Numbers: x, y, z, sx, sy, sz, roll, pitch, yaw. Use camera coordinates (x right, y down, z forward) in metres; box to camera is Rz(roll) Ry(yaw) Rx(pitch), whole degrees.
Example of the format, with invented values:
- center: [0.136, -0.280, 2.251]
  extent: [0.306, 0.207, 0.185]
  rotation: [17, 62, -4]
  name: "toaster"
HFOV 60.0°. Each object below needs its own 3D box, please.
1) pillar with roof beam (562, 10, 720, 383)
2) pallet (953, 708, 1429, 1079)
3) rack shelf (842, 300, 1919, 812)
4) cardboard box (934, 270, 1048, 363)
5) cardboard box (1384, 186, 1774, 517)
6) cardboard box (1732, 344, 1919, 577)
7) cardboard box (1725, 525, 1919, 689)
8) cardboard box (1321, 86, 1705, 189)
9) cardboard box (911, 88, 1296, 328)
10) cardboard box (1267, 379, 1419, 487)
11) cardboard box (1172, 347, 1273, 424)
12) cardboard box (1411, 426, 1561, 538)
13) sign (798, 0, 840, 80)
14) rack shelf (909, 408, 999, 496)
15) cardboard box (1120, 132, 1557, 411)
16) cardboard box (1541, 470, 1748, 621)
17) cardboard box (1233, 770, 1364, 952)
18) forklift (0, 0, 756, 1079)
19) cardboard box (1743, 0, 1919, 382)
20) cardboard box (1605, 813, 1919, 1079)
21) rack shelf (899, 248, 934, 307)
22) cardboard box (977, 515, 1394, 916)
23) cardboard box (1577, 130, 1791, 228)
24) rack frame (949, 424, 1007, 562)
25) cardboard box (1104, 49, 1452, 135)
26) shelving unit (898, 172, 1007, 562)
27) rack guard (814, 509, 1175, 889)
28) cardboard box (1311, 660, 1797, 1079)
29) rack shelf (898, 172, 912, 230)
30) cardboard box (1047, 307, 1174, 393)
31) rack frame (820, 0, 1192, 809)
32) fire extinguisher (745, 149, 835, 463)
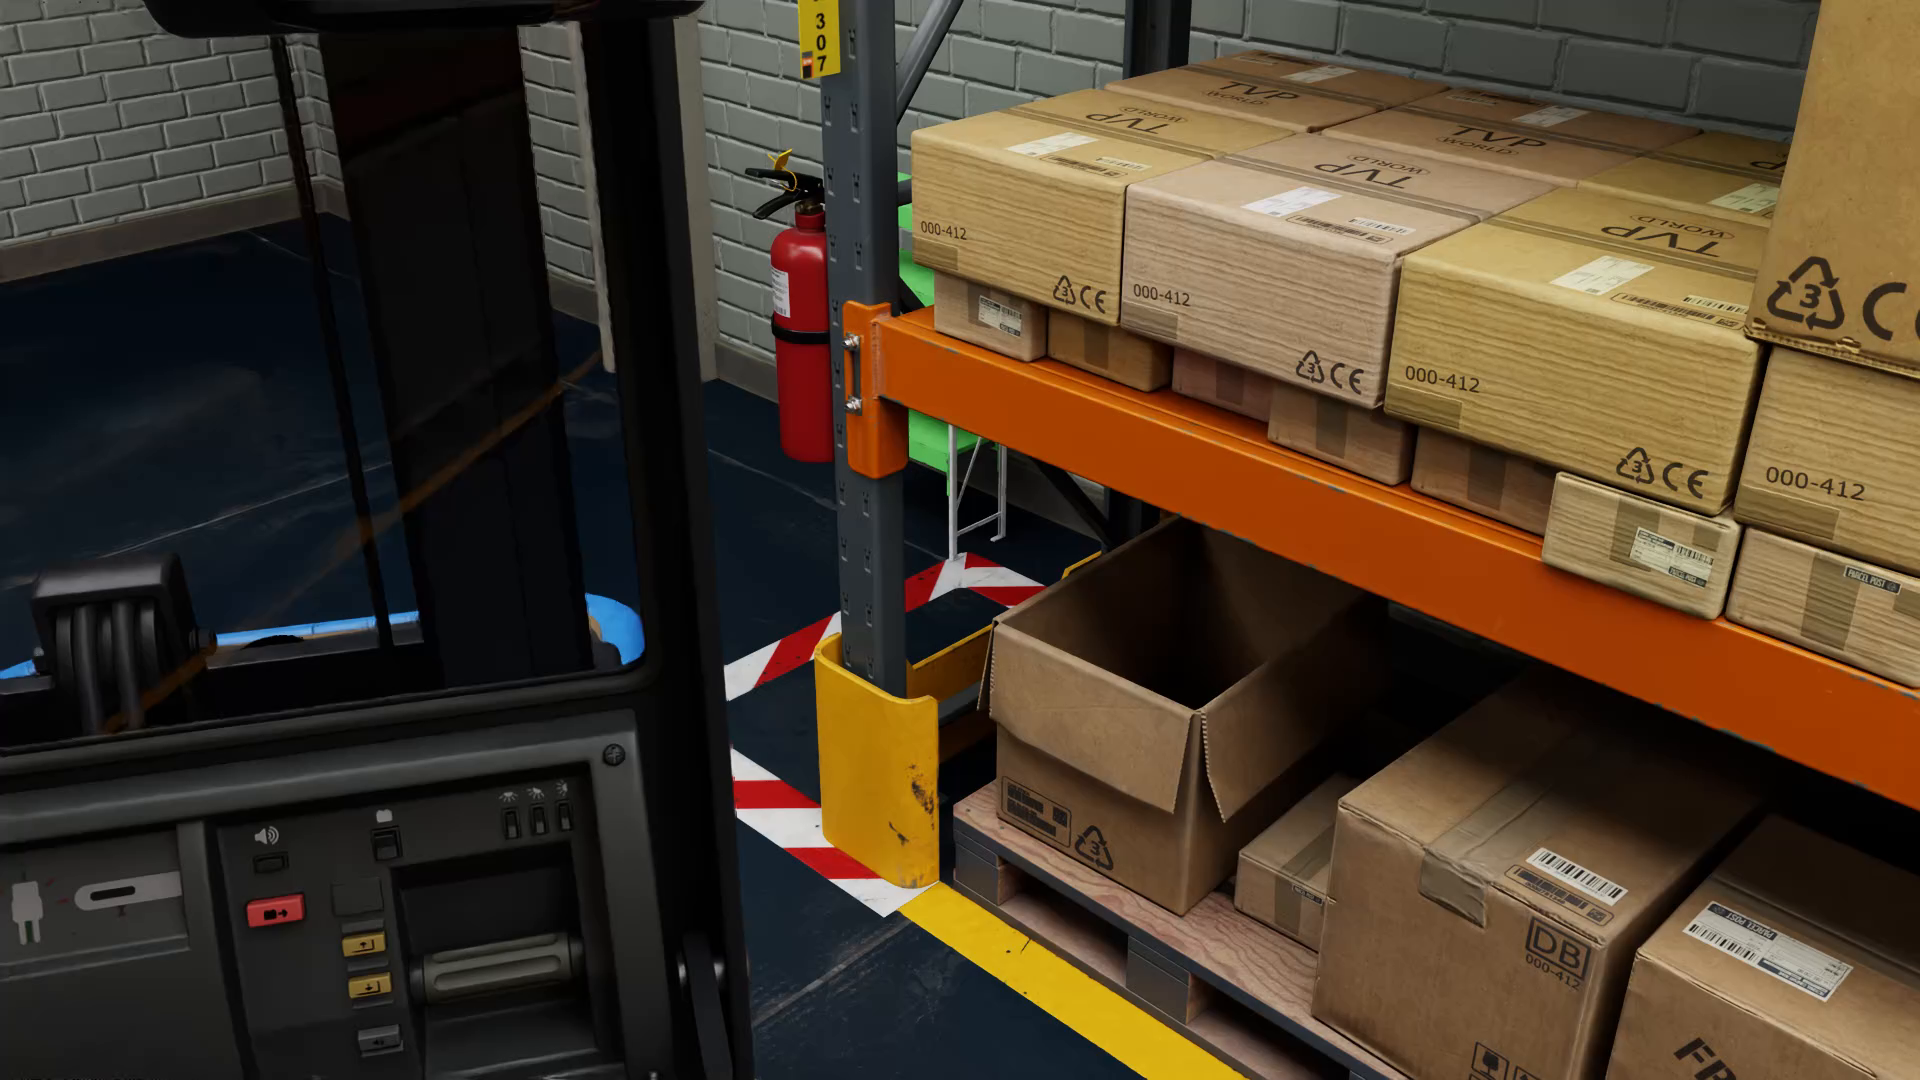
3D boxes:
- center: [-4.184, -3.208, 1.681]
  extent: [0.400, 9.000, 9.100]
  rotation: [25, 36, 38]
  name: "pillar with roof beam"
- center: [0.749, 0.717, 3.660]
  extent: [1.213, 0.211, 1.003]
  rotation: [25, 36, 38]
  name: "pallet"
- center: [1.551, 0.169, 2.479]
  extent: [4.000, 0.370, 1.077]
  rotation: [25, 36, 38]
  name: "rack shelf"
- center: [0.167, -0.493, 3.234]
  extent: [0.250, 0.149, 0.380]
  rotation: [24, 36, 38]
  name: "cardboard box"
- center: [0.983, -0.301, 2.442]
  extent: [0.500, 0.250, 0.500]
  rotation: [24, 36, 37]
  name: "cardboard box"
- center: [1.363, -0.142, 2.138]
  extent: [0.500, 0.250, 0.500]
  rotation: [23, 36, 37]
  name: "cardboard box"
- center: [1.253, 0.023, 2.253]
  extent: [0.380, 0.149, 0.250]
  rotation: [-24, 36, -38]
  name: "cardboard box"
- center: [1.006, -0.637, 3.080]
  extent: [0.500, 0.250, 0.500]
  rotation: [25, 36, 39]
  name: "cardboard box"
- center: [0.260, -0.630, 3.067]
  extent: [0.500, 0.250, 0.500]
  rotation: [25, 37, 39]
  name: "cardboard box"
- center: [0.730, -0.248, 2.769]
  extent: [0.380, 0.149, 0.250]
  rotation: [-24, 36, -38]
  name: "cardboard box"
- center: [0.593, -0.351, 2.964]
  extent: [0.250, 0.149, 0.380]
  rotation: [24, 36, 38]
  name: "cardboard box"
- center: [0.924, -0.163, 2.607]
  extent: [0.380, 0.149, 0.250]
  rotation: [-25, 36, -38]
  name: "cardboard box"
- center: [-0.255, -1.005, 3.009]
  extent: [0.005, 0.325, 0.100]
  rotation: [25, 36, 38]
  name: "sign"
- center: [-0.118, -0.316, 5.215]
  extent: [0.480, 0.148, 0.258]
  rotation: [25, 36, 38]
  name: "rack shelf"
- center: [0.620, -0.466, 2.754]
  extent: [0.500, 0.250, 0.500]
  rotation: [-25, 37, -39]
  name: "cardboard box"
- center: [1.051, -0.056, 2.403]
  extent: [0.250, 0.149, 0.380]
  rotation: [23, 36, 37]
  name: "cardboard box"
- center: [0.771, 0.656, 3.391]
  extent: [0.250, 0.149, 0.380]
  rotation: [23, 35, 37]
  name: "cardboard box"
- center: [-0.678, 0.446, 1.253]
  extent: [1.130, 2.935, 3.031]
  rotation: [-7, 29, -13]
  name: "forklift"
- center: [1.330, -0.473, 1.962]
  extent: [0.500, 0.500, 0.500]
  rotation: [-24, 36, -38]
  name: "cardboard box"
- center: [1.384, 0.847, 2.651]
  extent: [0.500, 0.500, 0.500]
  rotation: [-24, 36, -38]
  name: "cardboard box"
- center: [-0.118, -0.741, 4.992]
  extent: [0.480, 0.148, 0.258]
  rotation: [25, 36, 38]
  name: "rack shelf"
- center: [0.495, 0.348, 3.597]
  extent: [0.637, 0.503, 0.797]
  rotation: [23, 35, 37]
  name: "cardboard box"
- center: [1.356, -0.474, 2.769]
  extent: [0.500, 0.250, 0.500]
  rotation: [-24, 36, -38]
  name: "cardboard box"
- center: [0.056, -0.506, 4.922]
  extent: [0.015, 1.200, 0.240]
  rotation: [25, 36, 38]
  name: "rack frame"
- center: [0.639, -0.805, 3.400]
  extent: [0.500, 0.250, 0.500]
  rotation: [-24, 36, -38]
  name: "cardboard box"
- center: [-0.118, -0.585, 5.074]
  extent: [0.503, 1.200, 0.258]
  rotation: [25, 36, 38]
  name: "shelving unit"
- center: [0.179, 0.329, 4.087]
  extent: [0.348, 0.500, 1.175]
  rotation: [25, 36, 38]
  name: "rack guard"
- center: [1.077, 0.641, 3.042]
  extent: [0.700, 0.500, 0.500]
  rotation: [-24, 36, -37]
  name: "cardboard box"
- center: [-0.118, -0.953, 4.880]
  extent: [0.480, 0.148, 0.258]
  rotation: [25, 36, 38]
  name: "rack shelf"
- center: [0.381, -0.425, 3.105]
  extent: [0.380, 0.149, 0.250]
  rotation: [-24, 36, -38]
  name: "cardboard box"
- center: [0.125, -0.802, 3.553]
  extent: [0.127, 3.000, 1.000]
  rotation: [25, 36, 38]
  name: "rack frame"
- center: [-0.304, -0.498, 3.457]
  extent: [0.183, 0.674, 0.296]
  rotation: [25, 36, 38]
  name: "fire extinguisher"
